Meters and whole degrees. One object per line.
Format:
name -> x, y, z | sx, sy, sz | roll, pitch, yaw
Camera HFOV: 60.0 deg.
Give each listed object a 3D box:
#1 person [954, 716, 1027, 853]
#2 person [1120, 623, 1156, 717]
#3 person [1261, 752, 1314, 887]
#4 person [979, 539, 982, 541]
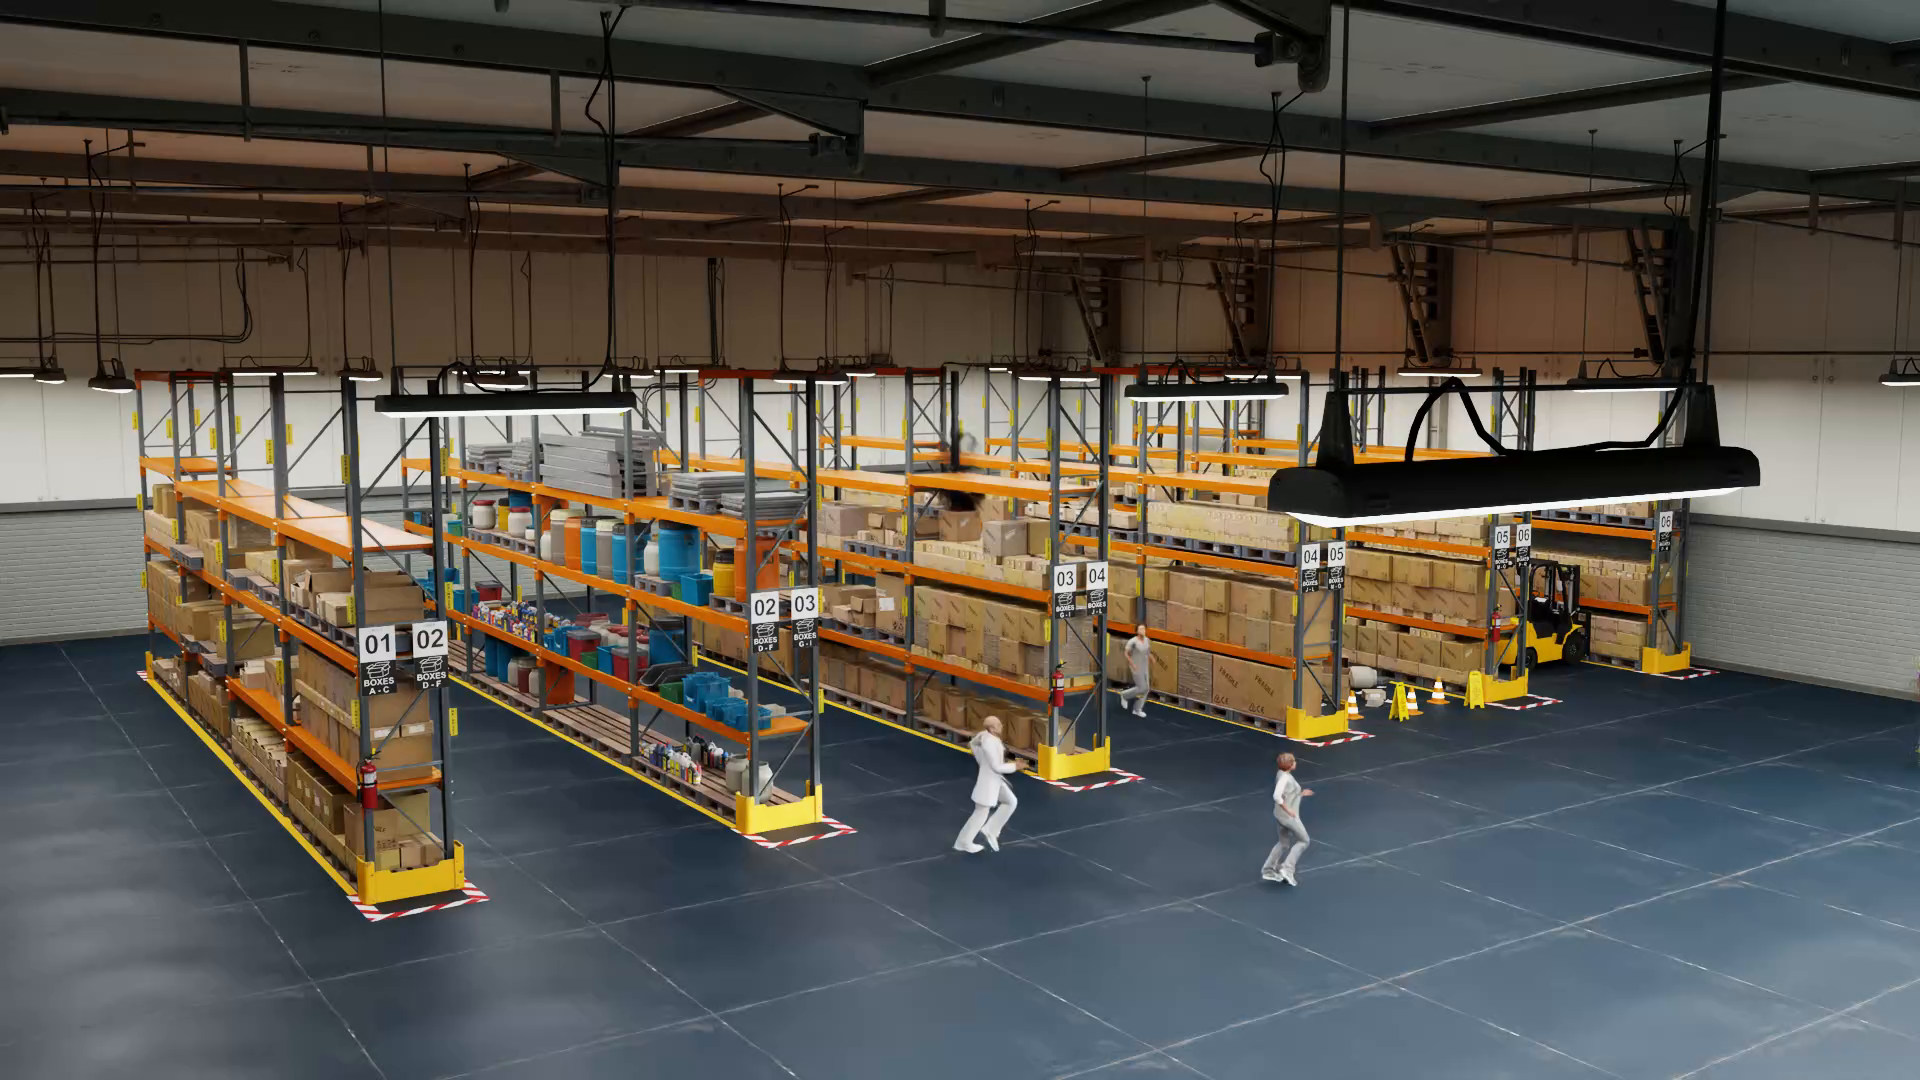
person -> 0.387, 3.120, 21.016 | 0.919, 1.681, 0.735 | 0, 6, 3
person -> 3.133, 2.259, 29.080 | 0.560, 1.623, 0.605 | -5, 8, -35
person -> 3.910, 3.317, 19.758 | 0.635, 1.610, 0.518 | -1, 6, -6
person -> 0.418, 0.434, 44.752 | 0.600, 1.710, 0.699 | -1, 7, -10
